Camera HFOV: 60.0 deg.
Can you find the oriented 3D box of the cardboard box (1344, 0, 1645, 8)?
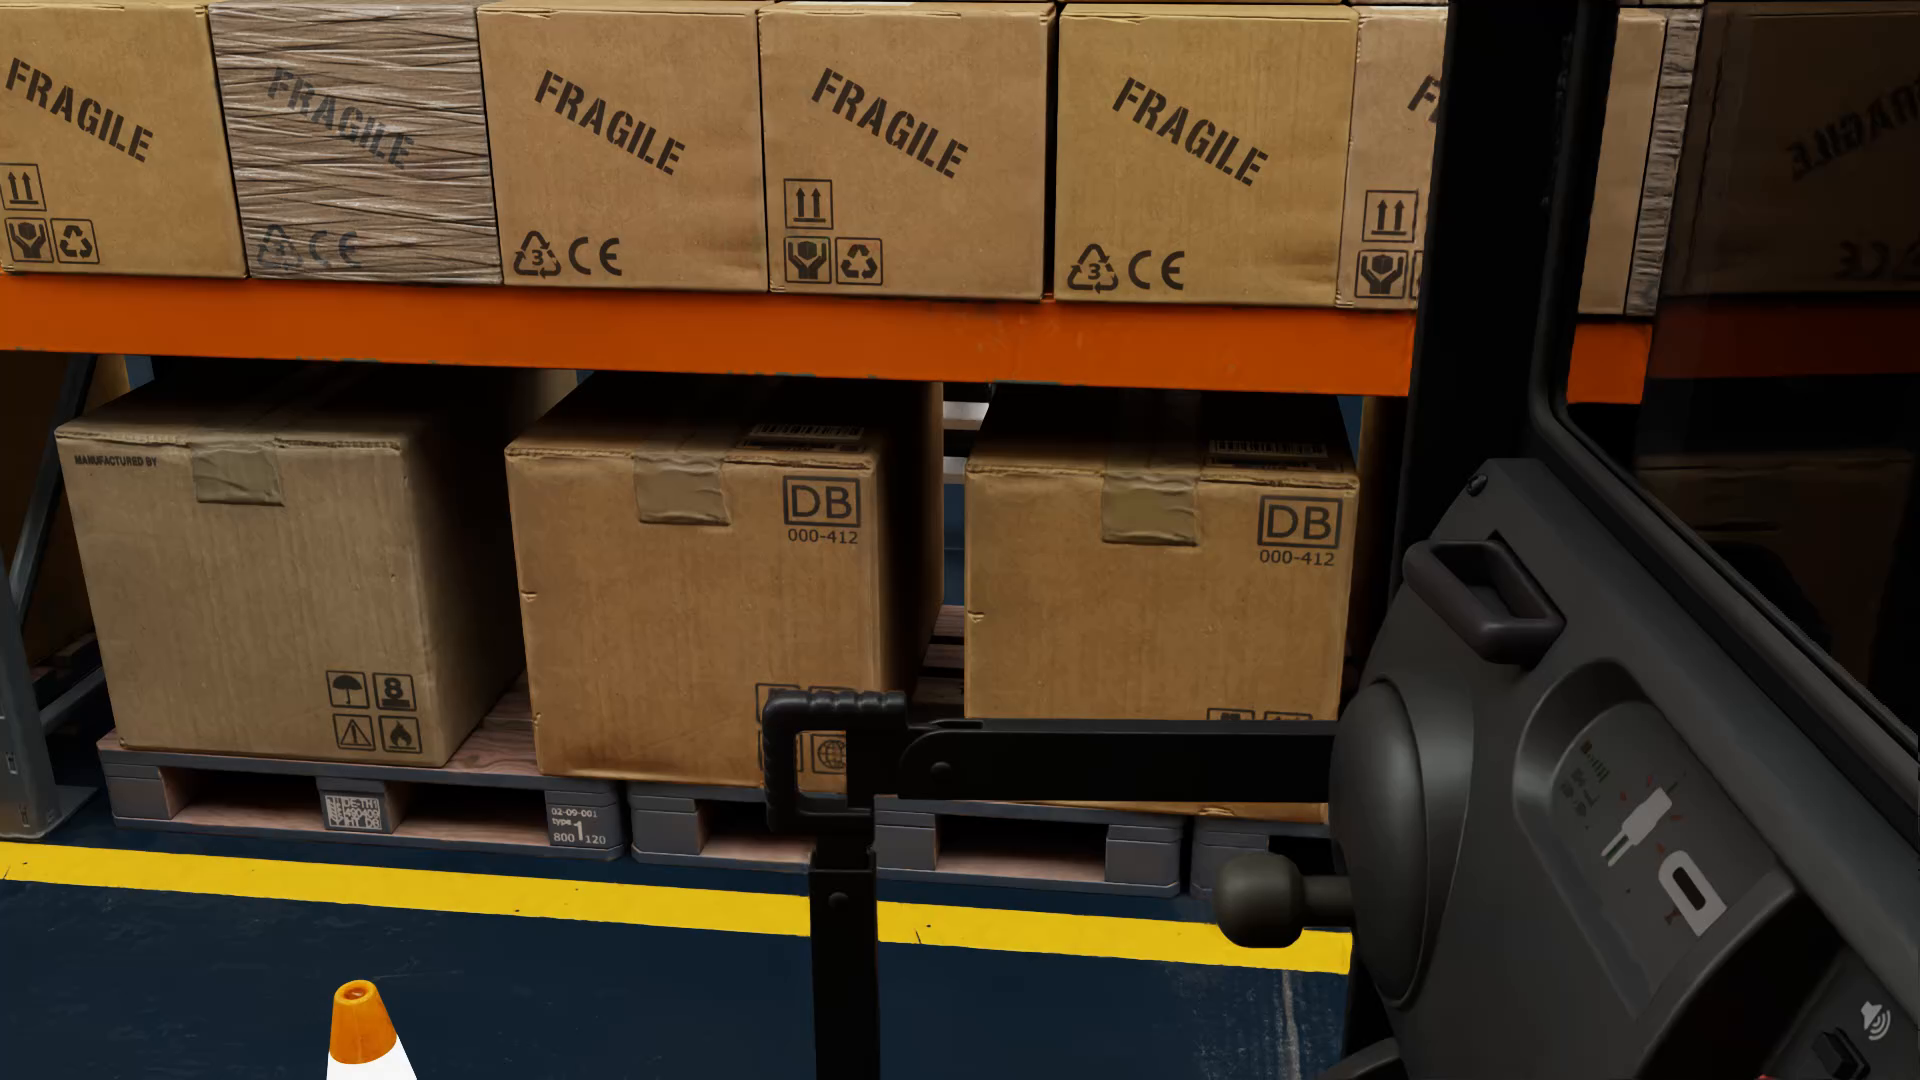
[{"bbox_3d":[0.965,-1.284,3.111,0.500,0.500,0.700,2,22,6],"label":"cardboard box"}]

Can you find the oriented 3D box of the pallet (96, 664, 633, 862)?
[{"bbox_3d":[-1.285,0.402,4.137,1.213,0.211,1.003,2,22,6],"label":"pallet"}]

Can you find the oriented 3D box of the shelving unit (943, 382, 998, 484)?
[{"bbox_3d":[0.008,-0.418,5.273,0.210,0.900,0.258,2,22,6],"label":"shelving unit"}]

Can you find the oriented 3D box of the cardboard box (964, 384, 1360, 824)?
[{"bbox_3d":[0.449,0.027,3.780,0.750,0.750,1.050,3,22,7],"label":"cardboard box"}]

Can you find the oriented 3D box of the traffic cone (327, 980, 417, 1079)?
[{"bbox_3d":[-0.906,0.888,2.564,0.334,0.463,0.336,2,22,6],"label":"traffic cone"}]

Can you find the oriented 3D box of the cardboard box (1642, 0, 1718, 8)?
[{"bbox_3d":[1.467,-1.262,3.057,0.500,0.500,0.700,2,22,6],"label":"cardboard box"}]

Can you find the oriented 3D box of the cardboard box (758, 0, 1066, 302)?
[{"bbox_3d":[-0.068,-0.760,3.147,0.500,0.500,0.500,3,22,7],"label":"cardboard box"}]

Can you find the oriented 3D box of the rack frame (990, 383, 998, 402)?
[{"bbox_3d":[0.109,-0.414,5.262,0.006,0.900,0.240,2,22,6],"label":"rack frame"}]

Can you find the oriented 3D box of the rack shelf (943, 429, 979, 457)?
[{"bbox_3d":[0.008,-0.303,5.319,0.200,0.077,0.258,2,22,6],"label":"rack shelf"}]

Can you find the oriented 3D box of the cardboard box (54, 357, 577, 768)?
[{"bbox_3d":[-1.433,-0.056,3.990,0.750,0.750,1.050,2,22,6],"label":"cardboard box"}]

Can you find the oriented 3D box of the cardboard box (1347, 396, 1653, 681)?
[{"bbox_3d":[1.318,0.064,3.687,0.750,0.750,1.050,2,22,6],"label":"cardboard box"}]

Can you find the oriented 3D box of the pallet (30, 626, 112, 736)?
[{"bbox_3d":[-2.806,0.334,4.307,1.213,0.211,1.003,2,22,6],"label":"pallet"}]

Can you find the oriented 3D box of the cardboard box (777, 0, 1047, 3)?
[{"bbox_3d":[-0.053,-1.327,3.221,0.500,0.500,0.700,2,22,6],"label":"cardboard box"}]

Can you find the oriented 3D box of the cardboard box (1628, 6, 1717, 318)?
[{"bbox_3d":[1.433,-0.696,2.984,0.500,0.500,0.500,2,22,6],"label":"cardboard box"}]

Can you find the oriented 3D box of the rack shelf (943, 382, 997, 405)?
[{"bbox_3d":[0.008,-0.471,5.253,0.200,0.077,0.258,2,22,6],"label":"rack shelf"}]

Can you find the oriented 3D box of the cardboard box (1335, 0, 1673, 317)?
[{"bbox_3d":[0.938,-0.718,3.040,0.500,0.500,0.500,2,22,6],"label":"cardboard box"}]

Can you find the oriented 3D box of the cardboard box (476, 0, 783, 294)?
[{"bbox_3d":[-0.572,-0.782,3.203,0.500,0.500,0.500,2,22,6],"label":"cardboard box"}]

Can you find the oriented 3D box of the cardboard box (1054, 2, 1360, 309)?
[{"bbox_3d":[0.441,-0.740,3.095,0.500,0.500,0.500,2,22,5],"label":"cardboard box"}]

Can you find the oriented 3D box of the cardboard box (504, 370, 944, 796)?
[{"bbox_3d":[-0.476,-0.013,3.881,0.750,0.750,1.050,2,22,6],"label":"cardboard box"}]

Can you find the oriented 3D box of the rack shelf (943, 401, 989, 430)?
[{"bbox_3d":[0.008,-0.387,5.286,0.200,0.077,0.258,2,22,6],"label":"rack shelf"}]

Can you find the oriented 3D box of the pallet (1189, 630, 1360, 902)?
[{"bbox_3d":[1.138,0.507,3.870,1.213,0.211,1.003,2,22,6],"label":"pallet"}]

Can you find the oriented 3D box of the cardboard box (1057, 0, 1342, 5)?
[{"bbox_3d":[0.455,-1.305,3.165,0.500,0.500,0.700,2,22,5],"label":"cardboard box"}]

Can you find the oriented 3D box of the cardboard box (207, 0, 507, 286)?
[{"bbox_3d":[-1.068,-0.805,3.260,0.500,0.500,0.500,3,22,7],"label":"cardboard box"}]

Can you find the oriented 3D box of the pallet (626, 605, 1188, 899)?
[{"bbox_3d":[-0.070,0.454,4.005,1.213,0.211,1.003,2,22,6],"label":"pallet"}]

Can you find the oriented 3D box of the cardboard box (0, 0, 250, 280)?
[{"bbox_3d":[-1.570,-0.826,3.314,0.500,0.500,0.500,3,22,7],"label":"cardboard box"}]

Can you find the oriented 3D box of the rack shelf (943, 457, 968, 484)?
[{"bbox_3d":[0.008,-0.220,5.352,0.200,0.077,0.258,2,22,6],"label":"rack shelf"}]

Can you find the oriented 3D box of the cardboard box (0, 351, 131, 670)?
[{"bbox_3d":[-2.677,-0.161,4.086,0.875,0.875,0.875,3,22,7],"label":"cardboard box"}]

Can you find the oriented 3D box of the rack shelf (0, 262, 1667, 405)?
[{"bbox_3d":[-0.074,-0.480,3.552,4.000,0.370,1.077,2,22,6],"label":"rack shelf"}]

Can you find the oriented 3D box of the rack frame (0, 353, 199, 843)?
[{"bbox_3d":[-2.060,-0.901,3.639,0.127,3.000,1.000,2,22,6],"label":"rack frame"}]
